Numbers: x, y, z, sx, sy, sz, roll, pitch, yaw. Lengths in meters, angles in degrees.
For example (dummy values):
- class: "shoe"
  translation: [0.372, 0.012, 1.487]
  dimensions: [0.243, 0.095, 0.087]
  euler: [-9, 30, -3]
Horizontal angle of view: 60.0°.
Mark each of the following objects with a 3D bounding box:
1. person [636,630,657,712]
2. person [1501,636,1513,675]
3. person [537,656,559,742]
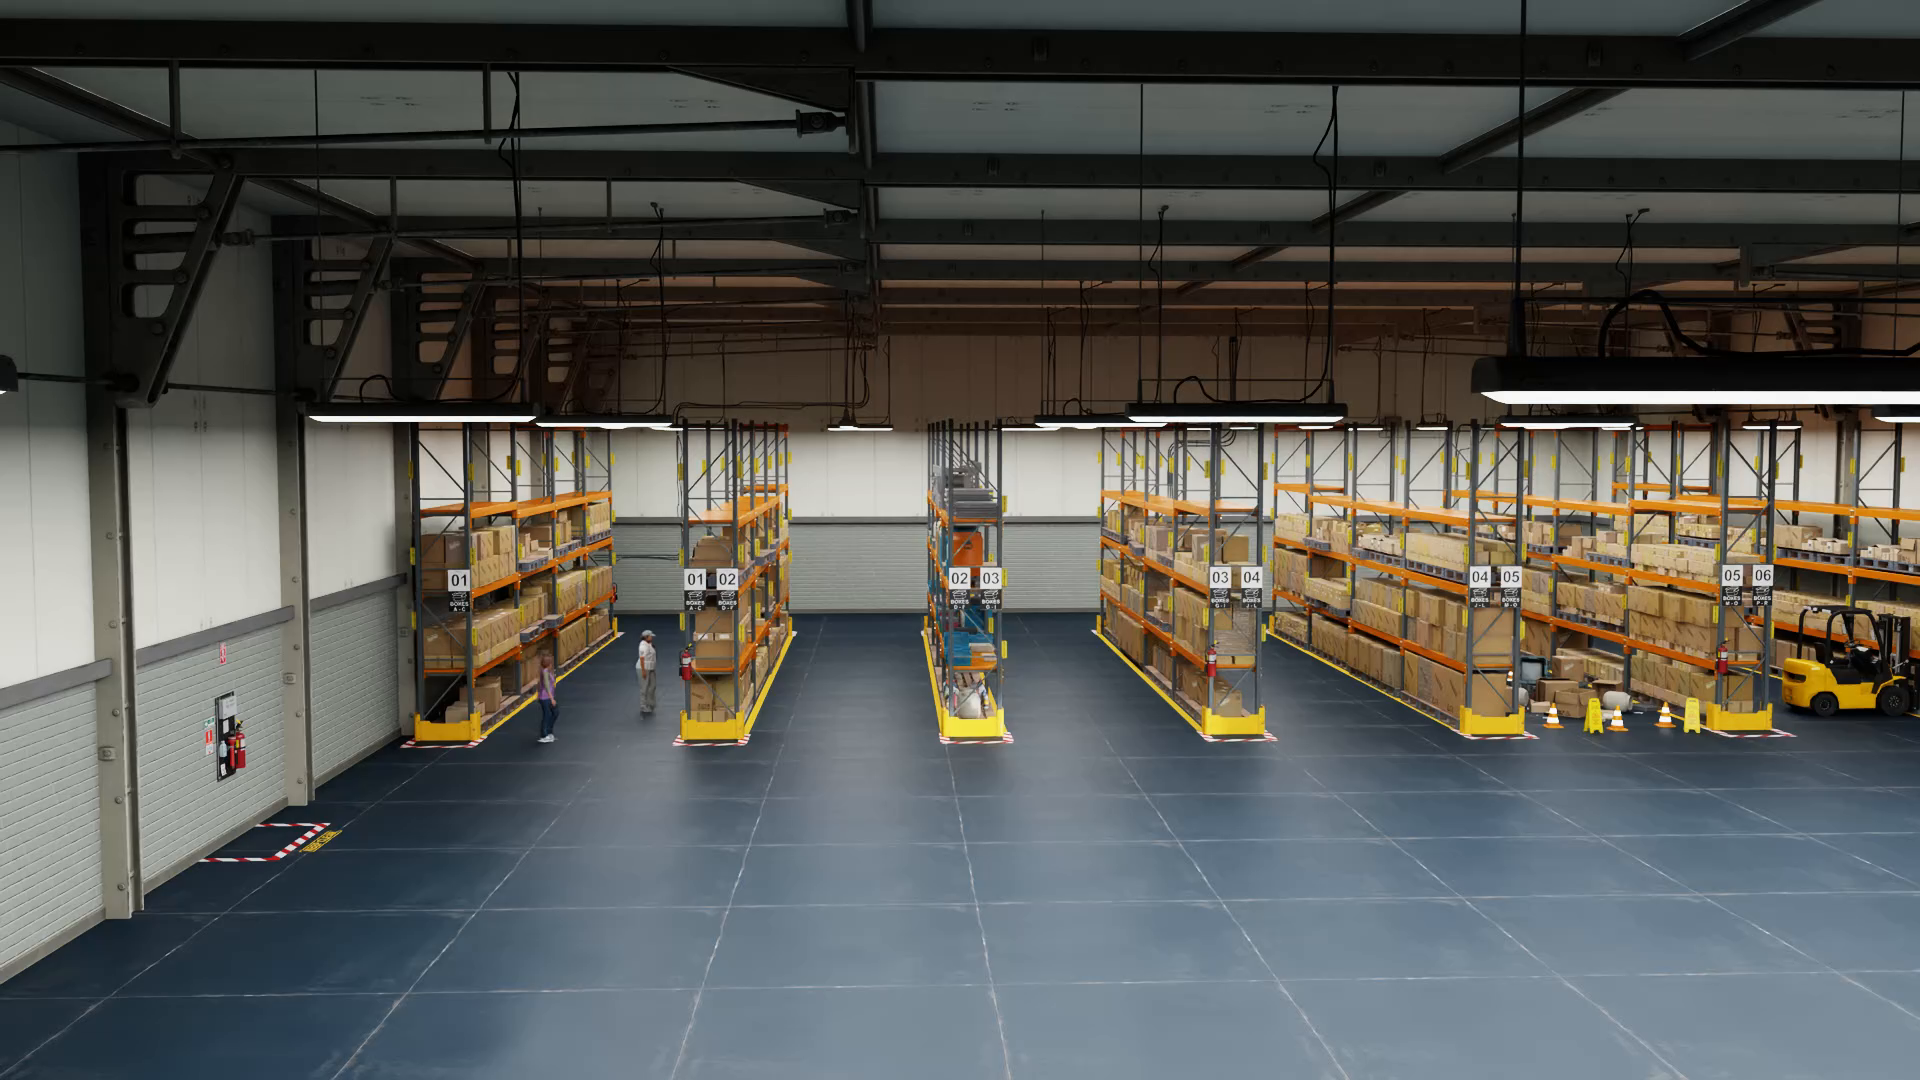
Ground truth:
- class: "person"
  translation: [-6.486, 2.736, 34.384]
  dimensions: [0.403, 1.748, 0.564]
  euler: [1, 4, 9]
- class: "person"
  translation: [12.972, 2.371, 39.434]
  dimensions: [0.654, 1.674, 0.911]
  euler: [-1, 4, -9]
- class: "person"
  translation: [-7.657, 3.018, 30.901]
  dimensions: [0.396, 1.511, 0.476]
  euler: [0, 4, 0]
